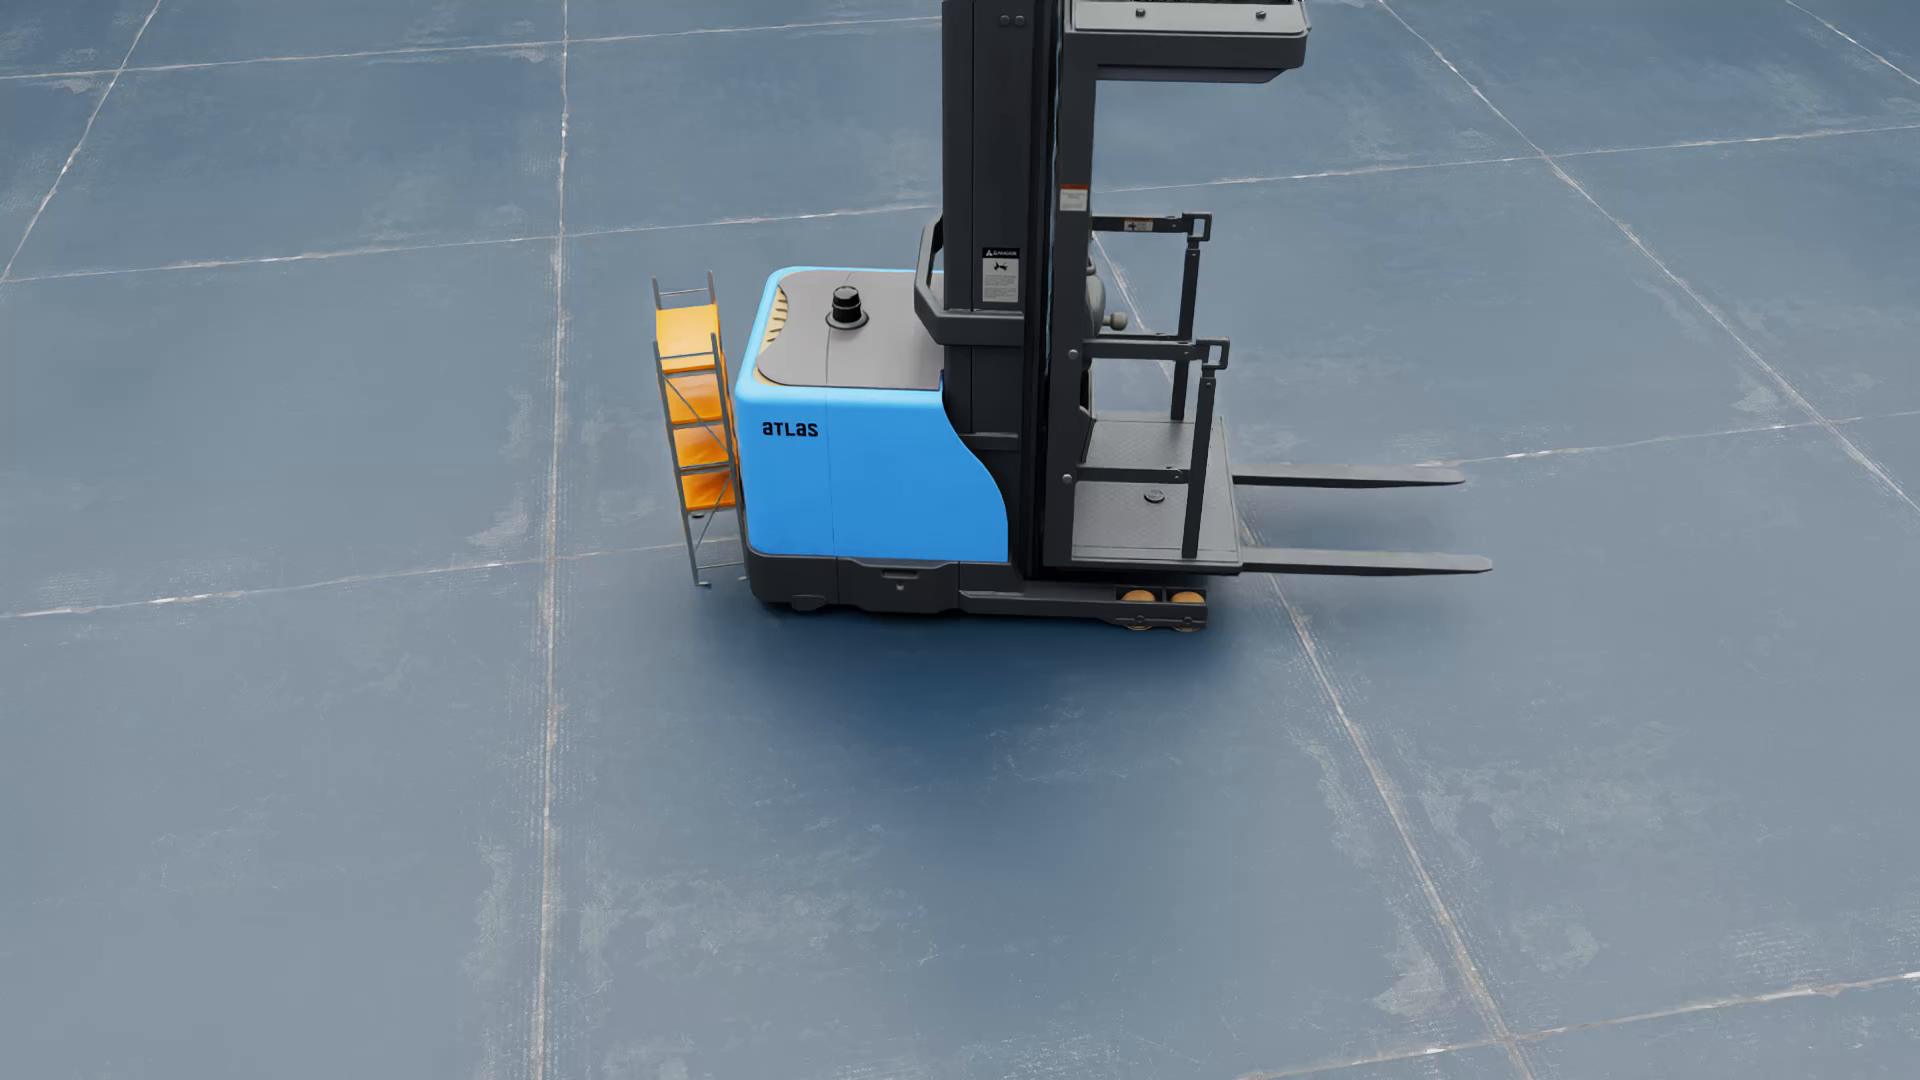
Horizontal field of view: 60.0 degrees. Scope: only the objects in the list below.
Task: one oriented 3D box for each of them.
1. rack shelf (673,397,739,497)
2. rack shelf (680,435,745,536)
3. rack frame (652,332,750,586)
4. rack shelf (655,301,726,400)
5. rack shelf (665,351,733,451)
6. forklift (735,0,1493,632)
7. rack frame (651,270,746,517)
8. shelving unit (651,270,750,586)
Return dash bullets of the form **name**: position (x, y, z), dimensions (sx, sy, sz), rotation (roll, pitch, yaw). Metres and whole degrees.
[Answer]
- **rack shelf**: position (-1.054, -0.391, 6.877), dimensions (0.258, 0.148, 0.480), rotation (-7, 38, -5)
- **rack shelf**: position (-1.047, -0.235, 7.000), dimensions (0.258, 0.148, 0.480), rotation (-7, 38, -5)
- **rack frame**: position (-1.021, -0.296, 6.645), dimensions (0.240, 1.200, 0.015), rotation (-7, 38, -5)
- **rack shelf**: position (-1.071, -0.753, 6.593), dimensions (0.258, 0.148, 0.480), rotation (-7, 38, -5)
- **rack shelf**: position (-1.062, -0.567, 6.739), dimensions (0.258, 0.148, 0.480), rotation (-7, 38, -5)
- **forklift**: position (0.669, -1.120, 6.302), dimensions (3.031, 2.935, 1.130), rotation (2, 38, 2)
- **rack frame**: position (-1.093, -0.592, 7.026), dimensions (0.240, 1.200, 0.015), rotation (-7, 38, -5)
- **shelving unit**: position (-1.057, -0.444, 6.836), dimensions (0.258, 1.200, 0.503), rotation (-7, 38, -5)
